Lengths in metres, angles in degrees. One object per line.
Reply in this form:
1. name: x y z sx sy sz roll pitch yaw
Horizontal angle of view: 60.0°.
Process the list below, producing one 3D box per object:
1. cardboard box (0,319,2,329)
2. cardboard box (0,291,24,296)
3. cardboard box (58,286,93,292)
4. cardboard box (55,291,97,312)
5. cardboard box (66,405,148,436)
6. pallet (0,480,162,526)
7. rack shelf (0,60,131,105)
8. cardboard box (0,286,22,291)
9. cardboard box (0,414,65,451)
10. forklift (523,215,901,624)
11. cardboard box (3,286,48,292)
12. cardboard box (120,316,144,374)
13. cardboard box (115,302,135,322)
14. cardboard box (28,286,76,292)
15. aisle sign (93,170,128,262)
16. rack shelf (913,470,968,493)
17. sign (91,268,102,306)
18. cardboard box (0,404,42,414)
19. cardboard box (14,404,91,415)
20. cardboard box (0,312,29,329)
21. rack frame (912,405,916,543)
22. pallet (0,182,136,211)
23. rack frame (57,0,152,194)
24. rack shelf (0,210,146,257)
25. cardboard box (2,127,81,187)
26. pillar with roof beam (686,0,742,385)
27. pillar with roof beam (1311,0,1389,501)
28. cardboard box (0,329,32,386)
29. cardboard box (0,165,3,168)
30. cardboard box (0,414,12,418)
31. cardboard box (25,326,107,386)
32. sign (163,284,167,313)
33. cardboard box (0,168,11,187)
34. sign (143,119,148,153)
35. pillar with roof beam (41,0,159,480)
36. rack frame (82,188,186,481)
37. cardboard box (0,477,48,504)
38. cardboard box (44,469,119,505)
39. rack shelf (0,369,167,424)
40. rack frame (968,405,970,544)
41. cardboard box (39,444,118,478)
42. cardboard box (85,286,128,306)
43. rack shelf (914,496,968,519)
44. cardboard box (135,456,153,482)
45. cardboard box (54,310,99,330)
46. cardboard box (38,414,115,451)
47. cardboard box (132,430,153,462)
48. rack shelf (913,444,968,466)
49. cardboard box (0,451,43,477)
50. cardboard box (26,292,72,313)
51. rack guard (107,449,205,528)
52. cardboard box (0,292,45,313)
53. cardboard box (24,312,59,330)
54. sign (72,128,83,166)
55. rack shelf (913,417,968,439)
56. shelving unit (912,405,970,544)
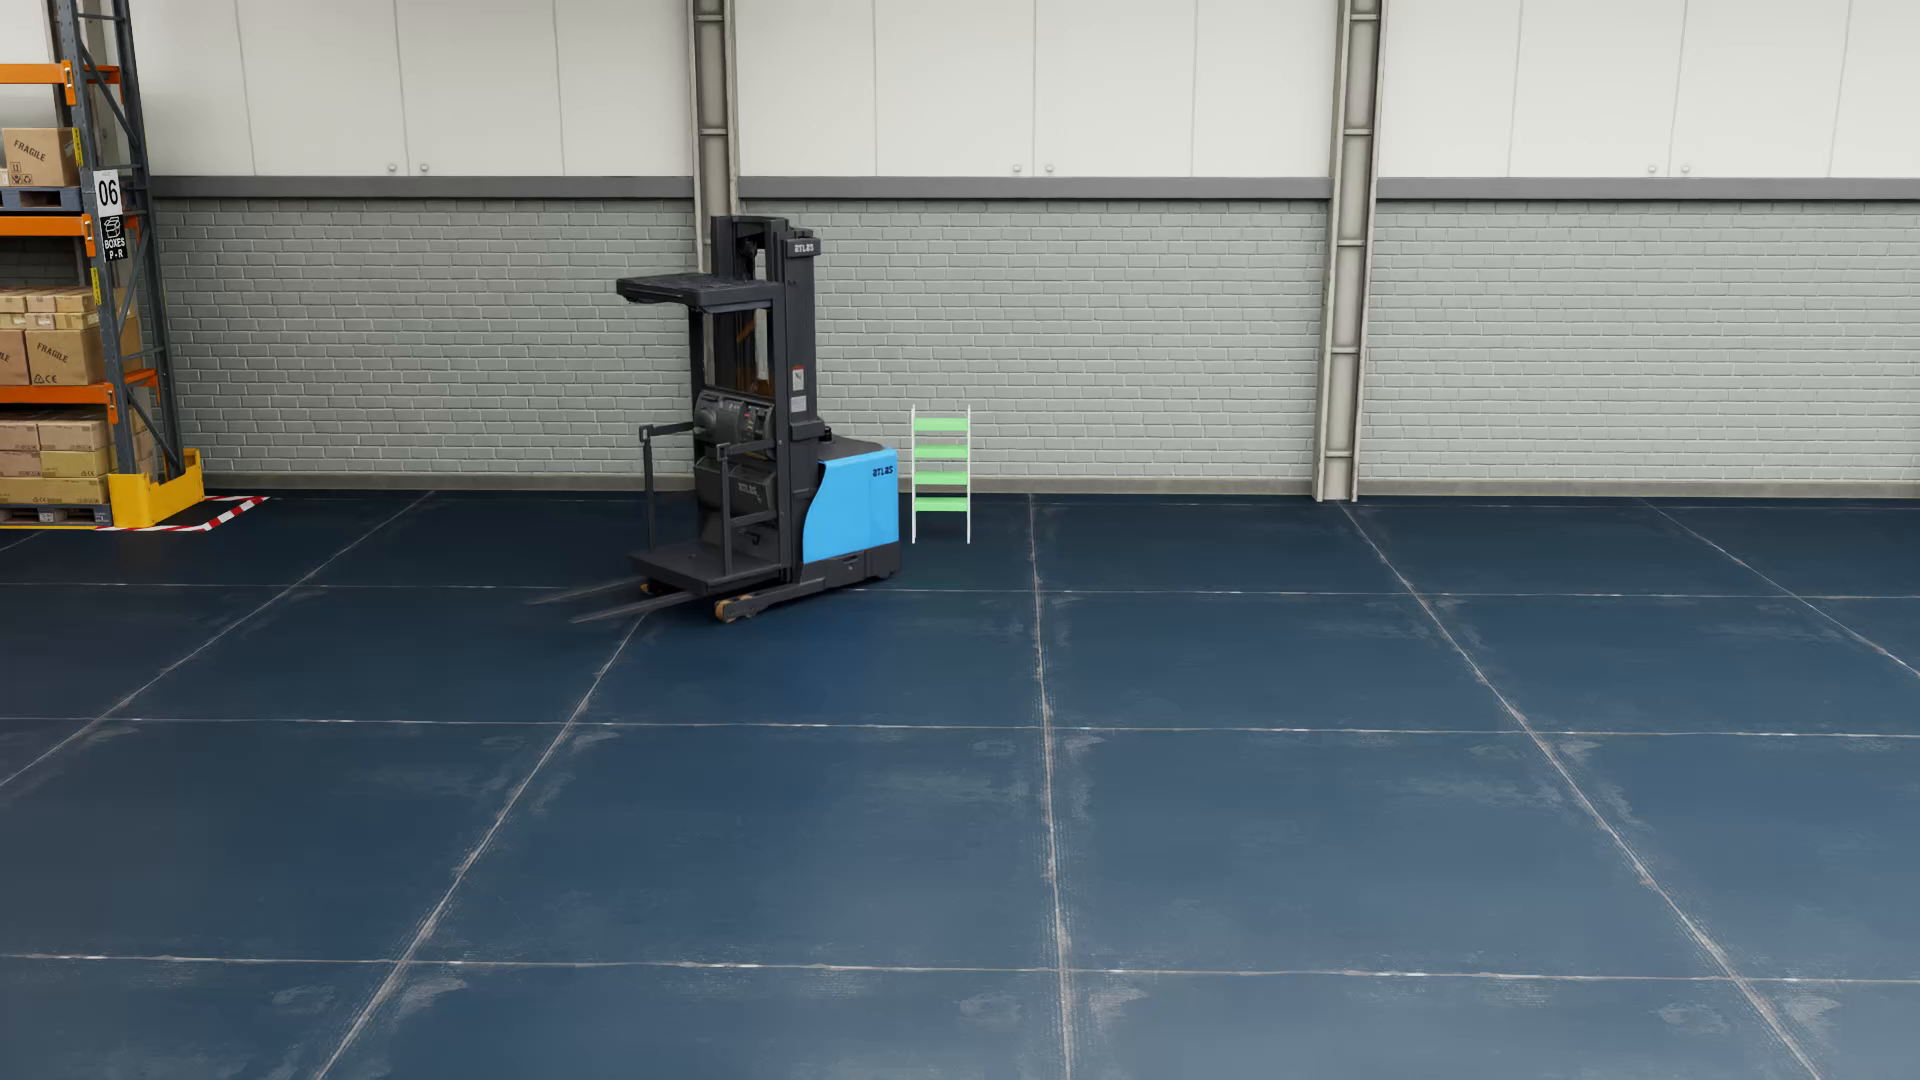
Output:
1. cardboard box: -8.746 -2.020 15.150 0.250 0.149 0.380 0 15 1
2. cardboard box: -8.750 -2.175 15.154 0.250 0.149 0.380 0 15 2
3. cardboard box: -8.225 -2.292 15.596 0.250 0.149 0.380 1 15 3
4. cardboard box: -7.994 -2.166 15.119 0.250 0.149 0.380 0 15 2
5. cardboard box: -8.106 -1.120 15.812 0.500 0.250 0.500 0 15 1
6. pallet: -8.396 -0.358 15.782 1.213 0.211 1.003 0 15 1
7. rack shelf: -9.630 -4.084 14.874 4.000 0.370 1.077 0 15 1
8. cardboard box: -8.997 -2.283 15.564 0.250 0.149 0.380 1 15 3
9. cardboard box: -8.609 -0.994 15.334 0.500 0.250 0.500 1 15 2
10. forklift: -1.895 -0.946 12.679 3.031 2.935 1.130 -14 20 -42
11. cardboard box: -8.733 -2.288 15.581 0.250 0.149 0.380 0 15 2
12. cardboard box: -8.118 -1.834 15.715 0.500 0.500 0.500 1 15 3
13. cardboard box: -7.963 -2.142 15.611 0.250 0.149 0.380 0 15 0
14. cardboard box: -8.486 -2.282 15.561 0.250 0.149 0.380 1 15 2
15. aisle sign: -7.572 -2.893 14.830 0.004 0.787 0.394 0 15 1
16. rack shelf: -0.165 -0.519 14.707 0.480 0.148 0.258 0 15 1
17. sign: -7.658 -2.248 14.745 0.005 0.325 0.100 0 15 1
18. cardboard box: -9.105 -1.128 15.843 0.500 0.250 0.500 0 15 1
19. cardboard box: -8.606 -1.122 15.821 0.500 0.250 0.500 0 15 2
20. cardboard box: -8.498 -2.016 15.133 0.250 0.149 0.380 1 15 2
21. rack frame: -0.409 -0.583 14.697 0.015 1.200 0.240 0 15 1
22. pallet: -8.336 -3.130 15.119 1.213 0.211 1.003 0 15 1
23. rack frame: -7.630 -4.612 14.682 0.127 3.000 1.000 0 15 1
24. rack shelf: -9.630 -2.827 15.206 4.000 0.370 1.077 0 15 1
25. cardboard box: -8.079 -3.402 14.761 0.500 0.500 0.500 1 15 3
26. pillar with roof beam: -2.415 -3.710 11.261 0.400 9.000 9.100 0 15 1
27. pillar with roof beam: 3.583 -3.671 11.113 0.400 9.000 9.100 0 15 1
28. cardboard box: -8.647 -1.702 15.215 0.500 0.500 0.500 1 15 3
29. cardboard box: -8.720 -3.278 14.749 0.258 0.266 0.396 0 15 2
30. cardboard box: -9.114 -0.995 15.337 0.500 0.250 0.500 1 15 2
31. cardboard box: -8.129 -1.696 15.193 0.500 0.500 0.500 0 15 0
32. sign: -7.610 -2.310 15.863 0.005 0.325 0.100 0 15 1
33. cardboard box: -8.466 -3.220 14.757 0.250 0.149 0.380 0 15 0
34. sign: -7.610 -3.764 15.480 0.005 0.325 0.100 0 15 1
35. pillar with roof beam: -8.413 -3.749 11.409 0.400 9.000 9.100 0 15 1
36. rack frame: -7.630 -1.712 15.447 0.127 3.000 1.000 0 15 1
37. cardboard box: -8.605 -0.513 15.472 0.500 0.250 0.500 0 15 1
38. cardboard box: -8.108 -0.508 15.451 0.500 0.250 0.500 0 15 2
39. rack shelf: -9.630 -1.377 15.589 4.000 0.370 1.077 0 15 1
40. rack frame: 0.078 -0.580 14.685 0.015 1.200 0.240 0 15 1
41. cardboard box: -8.125 -0.750 15.391 0.500 0.250 0.500 0 15 1
42. cardboard box: -7.961 -2.274 15.529 0.250 0.149 0.380 0 15 0
43. rack shelf: -0.165 -0.287 14.769 0.480 0.148 0.258 0 15 1
44. cardboard box: -8.116 -0.638 15.946 0.500 0.250 0.500 0 15 2
45. cardboard box: -7.984 -2.004 15.090 0.250 0.149 0.380 1 15 2
46. cardboard box: -8.099 -0.992 15.327 0.500 0.250 0.500 1 15 3
47. cardboard box: -8.095 -0.883 15.893 0.500 0.250 0.500 1 15 2
48. rack shelf: -0.165 -0.752 14.646 0.480 0.148 0.258 0 15 1
49. cardboard box: -8.626 -0.756 15.414 0.500 0.250 0.500 0 15 1
50. cardboard box: -8.241 -2.160 15.095 0.250 0.149 0.380 0 15 2
51. rack guard: -7.606 -0.503 15.766 0.348 0.500 1.175 0 15 1
52. cardboard box: -8.503 -2.154 15.075 0.250 0.149 0.380 1 15 3
53. cardboard box: -8.240 -1.998 15.067 0.250 0.149 0.380 1 15 2
54. sign: -7.658 -3.414 14.438 0.005 0.325 0.100 0 15 1
55. rack shelf: -0.165 -0.984 14.585 0.480 0.148 0.258 0 15 1
56. shelving unit: -0.165 -0.581 14.691 0.503 1.200 0.258 0 15 1
